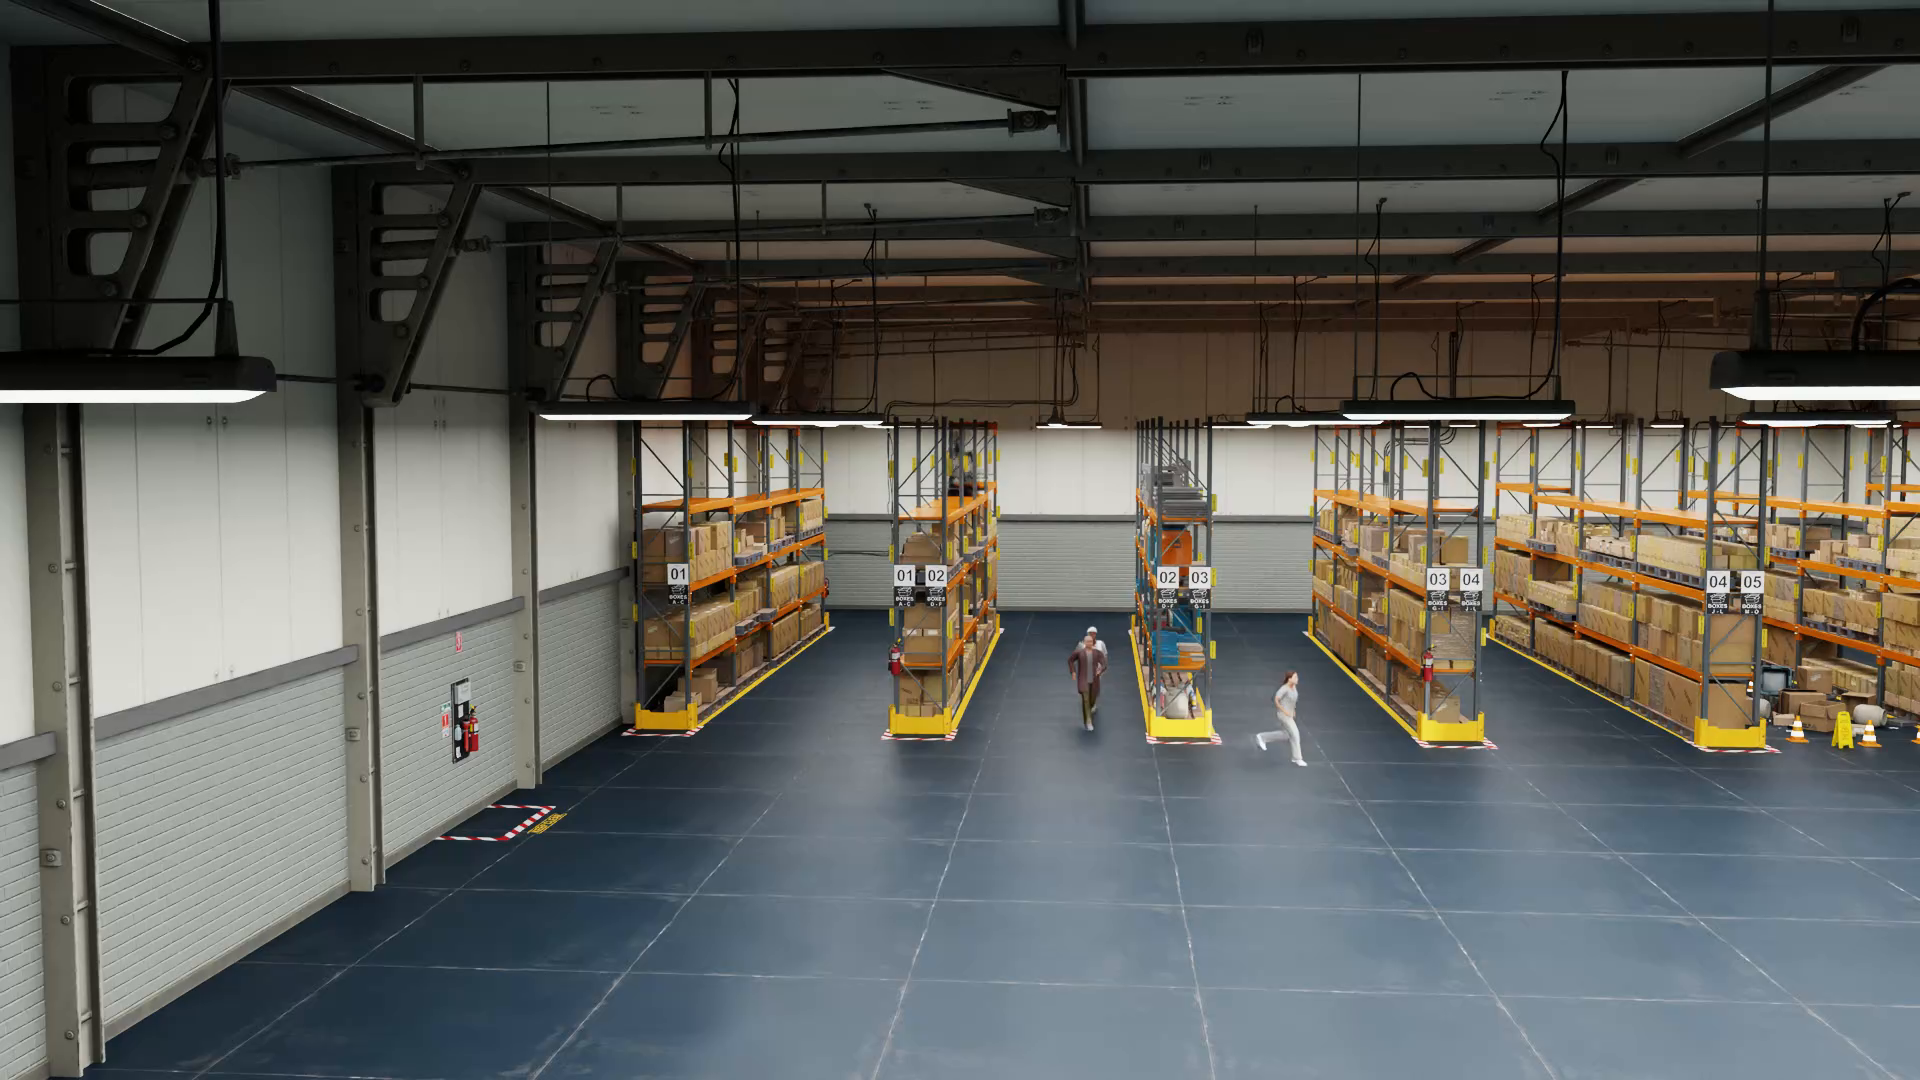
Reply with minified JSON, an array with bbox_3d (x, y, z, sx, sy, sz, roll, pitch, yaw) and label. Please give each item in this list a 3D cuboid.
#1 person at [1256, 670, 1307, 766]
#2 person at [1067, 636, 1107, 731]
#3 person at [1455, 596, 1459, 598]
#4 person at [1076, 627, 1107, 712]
[{"bbox_3d":[5.556,3.055,28.707,0.933,1.654,0.567,2,4,32],"label":"person"},{"bbox_3d":[2.462,2.831,32.088,0.722,1.572,0.994,-1,4,-9],"label":"person"},{"bbox_3d":[13.553,1.796,46.309,0.930,1.767,0.699,-3,5,-43],"label":"person"},{"bbox_3d":[2.656,2.642,33.643,0.664,1.759,0.626,0,4,2],"label":"person"}]
